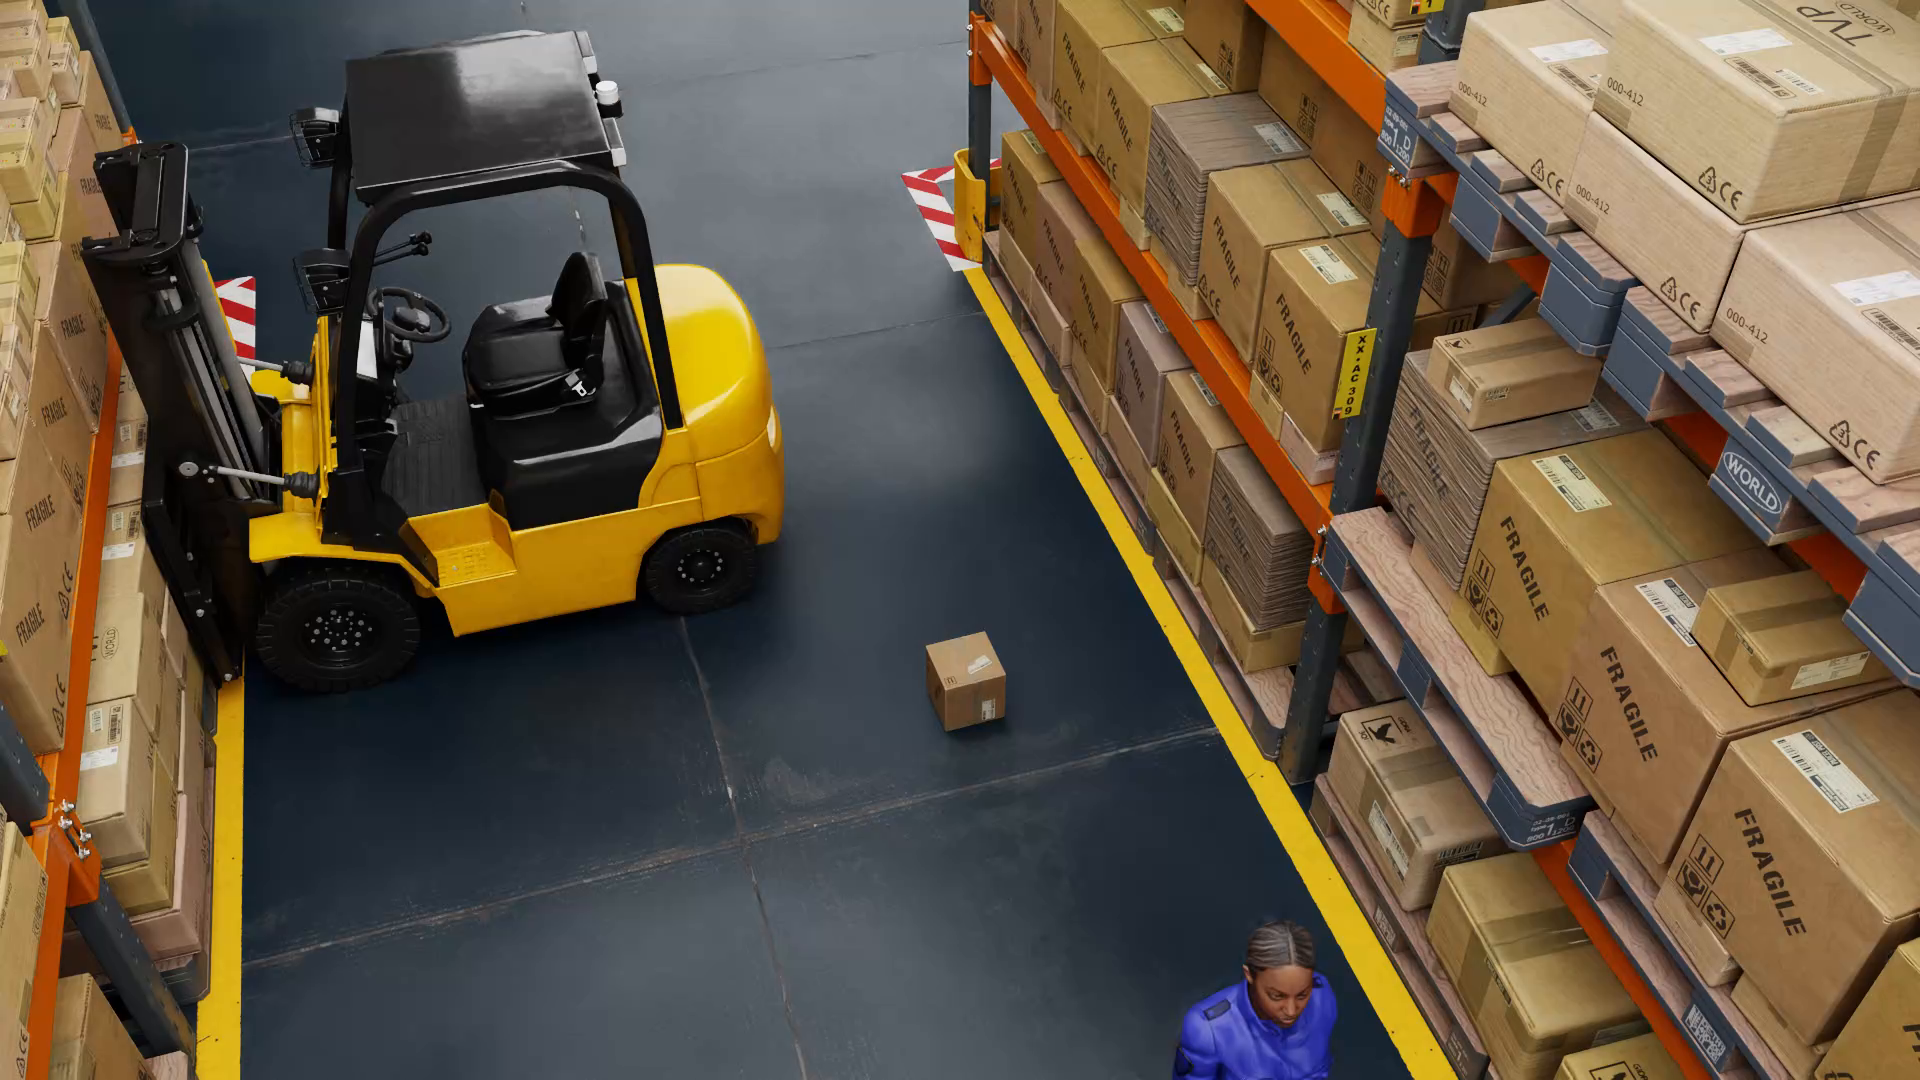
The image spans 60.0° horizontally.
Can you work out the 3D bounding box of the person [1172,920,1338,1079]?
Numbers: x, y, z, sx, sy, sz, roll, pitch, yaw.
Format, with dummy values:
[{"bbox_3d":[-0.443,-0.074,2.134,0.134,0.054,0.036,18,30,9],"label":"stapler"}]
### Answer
[{"bbox_3d":[0.747,1.543,4.466,0.462,1.612,0.813,-11,44,-12],"label":"person"}]
